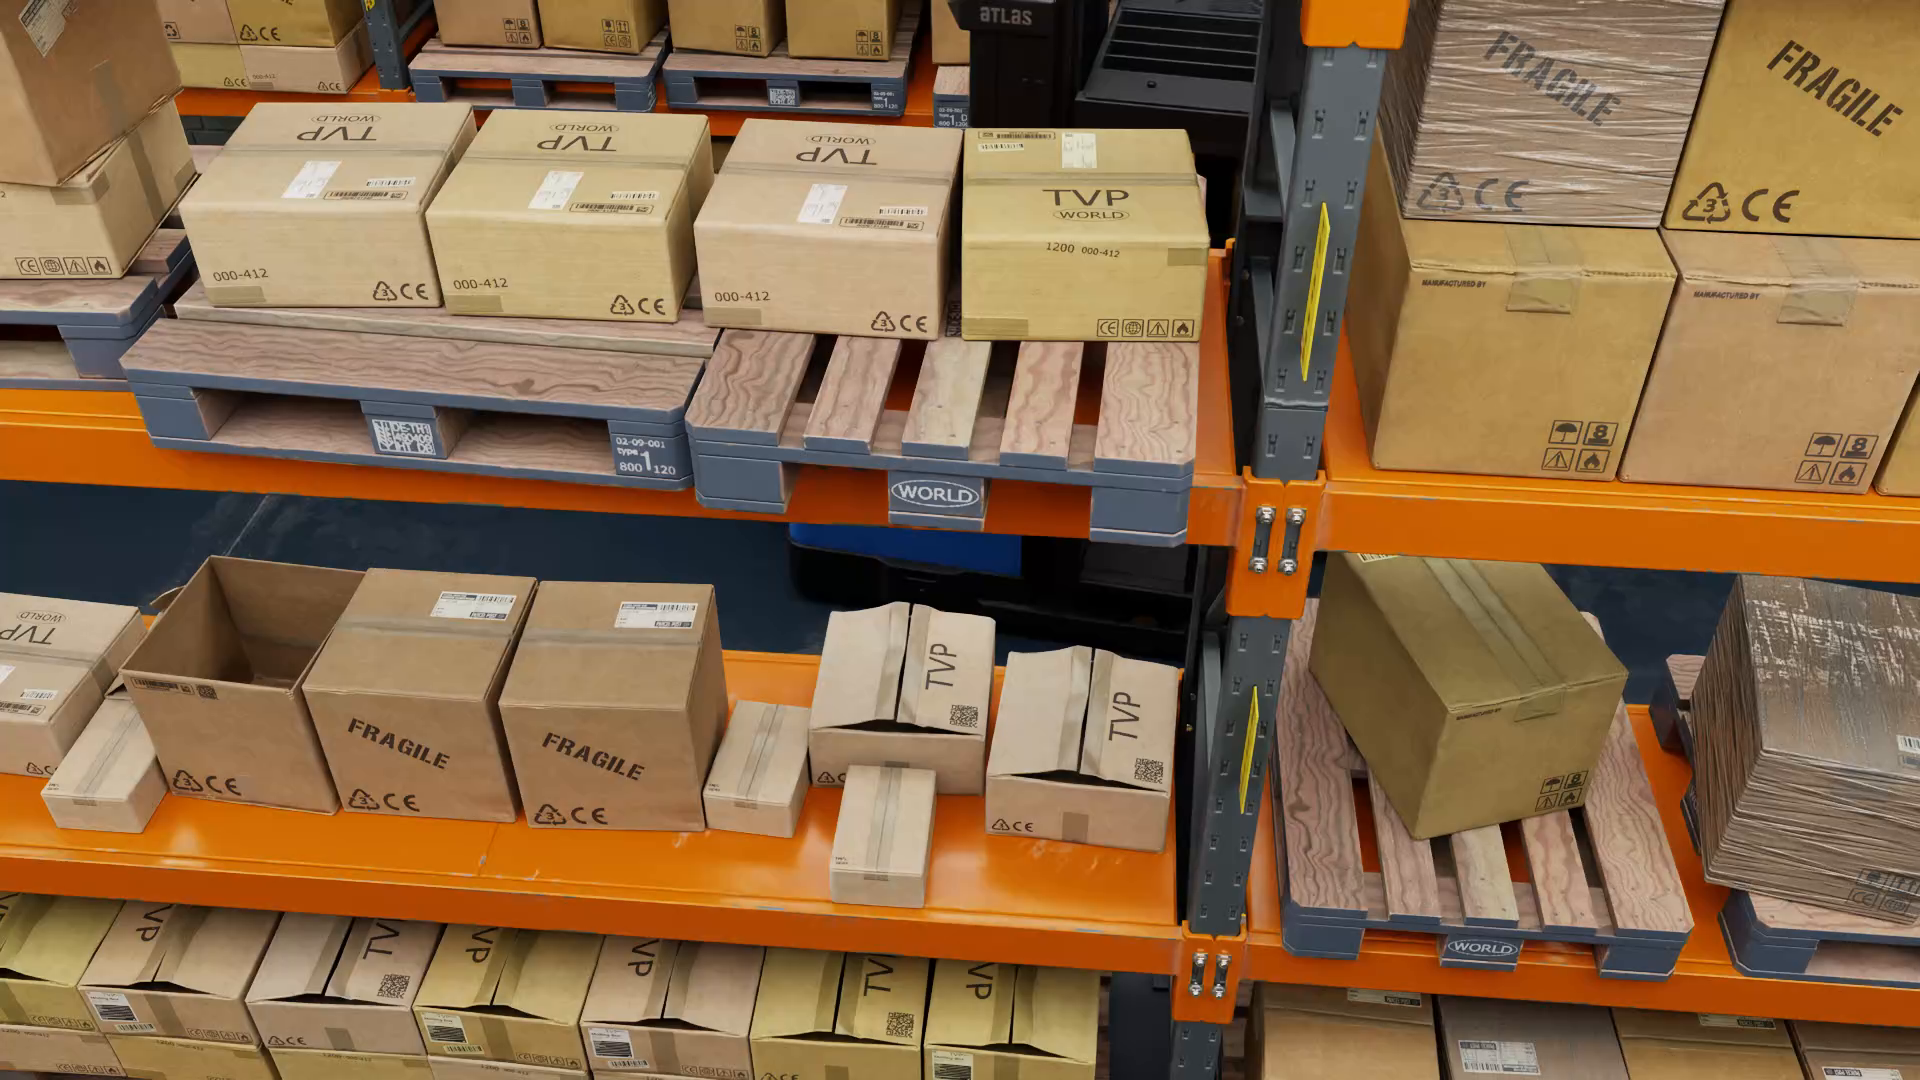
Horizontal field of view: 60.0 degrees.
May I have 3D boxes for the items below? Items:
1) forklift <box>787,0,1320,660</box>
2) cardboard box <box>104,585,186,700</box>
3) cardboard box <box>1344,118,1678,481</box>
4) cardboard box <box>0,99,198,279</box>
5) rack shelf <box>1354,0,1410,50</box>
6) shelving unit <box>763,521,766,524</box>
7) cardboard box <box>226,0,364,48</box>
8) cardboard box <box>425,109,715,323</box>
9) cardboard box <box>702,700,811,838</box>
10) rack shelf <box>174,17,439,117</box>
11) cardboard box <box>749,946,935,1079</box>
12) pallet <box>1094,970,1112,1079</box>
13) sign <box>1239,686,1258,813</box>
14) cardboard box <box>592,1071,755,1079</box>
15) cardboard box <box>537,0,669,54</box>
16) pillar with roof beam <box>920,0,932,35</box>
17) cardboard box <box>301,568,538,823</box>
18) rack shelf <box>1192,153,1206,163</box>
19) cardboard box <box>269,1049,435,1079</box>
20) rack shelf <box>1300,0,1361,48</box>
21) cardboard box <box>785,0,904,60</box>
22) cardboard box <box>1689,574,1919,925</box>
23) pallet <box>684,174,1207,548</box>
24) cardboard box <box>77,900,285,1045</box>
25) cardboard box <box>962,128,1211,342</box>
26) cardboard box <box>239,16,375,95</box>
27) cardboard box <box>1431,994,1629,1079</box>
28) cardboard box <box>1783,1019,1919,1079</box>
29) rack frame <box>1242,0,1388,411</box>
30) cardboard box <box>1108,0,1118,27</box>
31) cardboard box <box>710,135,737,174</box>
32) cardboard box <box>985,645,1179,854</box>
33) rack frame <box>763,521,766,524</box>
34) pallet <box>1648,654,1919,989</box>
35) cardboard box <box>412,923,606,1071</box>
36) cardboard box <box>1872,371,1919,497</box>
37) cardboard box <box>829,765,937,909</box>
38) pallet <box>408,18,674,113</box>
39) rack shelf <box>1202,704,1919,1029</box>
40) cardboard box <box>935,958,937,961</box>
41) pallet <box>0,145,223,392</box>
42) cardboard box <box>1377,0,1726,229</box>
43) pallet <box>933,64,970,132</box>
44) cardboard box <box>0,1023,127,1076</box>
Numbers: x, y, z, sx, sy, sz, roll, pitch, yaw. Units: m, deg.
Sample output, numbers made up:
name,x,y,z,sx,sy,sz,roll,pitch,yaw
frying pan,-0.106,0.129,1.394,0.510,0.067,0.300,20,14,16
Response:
name,x,y,z,sx,sy,sz,roll,pitch,yaw
forklift,0.811,-0.991,6.646,3.031,2.935,1.130,8,40,10
cardboard box,-2.380,0.356,5.043,0.258,0.266,0.396,2,39,3
cardboard box,1.151,-0.610,3.669,0.500,0.500,0.910,3,39,4
cardboard box,-2.111,-0.829,3.802,0.500,0.250,0.500,0,39,-1
rack shelf,2.706,-1.195,2.976,4.000,0.370,1.077,3,39,4
shelving unit,-0.782,-0.529,7.569,0.252,1.050,0.215,8,40,10
cardboard box,-3.346,-2.816,8.343,0.500,0.500,0.500,3,39,4
cardboard box,-0.836,-0.724,3.673,0.500,0.250,0.500,2,39,3
cardboard box,-0.562,0.652,4.771,0.250,0.149,0.380,6,40,7
rack shelf,-4.841,-2.574,9.107,4.000,0.370,1.077,3,39,4
cardboard box,-0.348,1.377,5.083,0.500,0.311,0.500,3,39,3
pallet,-0.103,1.601,5.616,1.213,0.211,1.003,3,39,4
sign,0.669,0.489,3.856,0.005,0.325,0.100,3,39,4
cardboard box,-0.846,1.562,5.300,0.500,0.250,0.500,4,39,5
cardboard box,-1.788,-2.870,8.472,0.500,0.500,0.700,7,40,8
pillar with roof beam,-0.455,-2.761,4.013,0.400,9.000,9.100,3,39,4
cardboard box,-1.484,0.440,4.754,0.500,0.500,0.500,3,39,4
rack shelf,3.130,-2.139,8.571,4.000,0.370,1.077,3,39,4
cardboard box,-1.866,1.508,5.367,0.500,0.250,0.500,2,39,2
rack shelf,-1.279,-1.412,3.244,4.000,0.370,1.077,3,39,4
cardboard box,-0.575,-2.809,8.397,0.500,0.500,0.700,3,39,4
cardboard box,2.245,0.521,4.322,0.500,0.500,0.700,10,40,12
pallet,0.030,-0.482,3.739,1.003,0.211,1.213,5,39,6
cardboard box,-2.383,1.267,5.219,0.500,0.311,0.500,3,39,3
cardboard box,0.256,-0.668,3.605,0.500,0.250,0.500,0,39,1
cardboard box,-3.346,-2.529,8.584,0.500,0.250,0.500,3,39,4
cardboard box,1.664,1.617,5.018,0.500,0.500,0.500,2,39,2
cardboard box,2.684,1.673,4.950,0.500,0.500,0.500,2,39,2
rack frame,0.713,-1.738,2.756,0.127,3.000,1.000,3,39,4
cardboard box,0.668,-2.755,8.331,0.500,0.500,0.700,-1,39,-1
cardboard box,-1.156,-2.159,9.064,0.500,0.250,0.500,2,39,3
cardboard box,0.355,0.576,4.736,0.500,0.311,0.500,5,39,7
rack frame,-0.901,-0.546,7.589,0.008,1.050,0.200,8,40,10
pallet,2.651,0.766,4.584,1.213,0.211,1.003,3,39,4
cardboard box,-1.350,1.319,5.154,0.500,0.311,0.500,4,39,5
cardboard box,2.177,-0.554,3.600,0.500,0.500,0.910,3,39,4
cardboard box,-0.207,0.811,4.576,0.250,0.149,0.380,3,39,4
pallet,-2.099,-2.537,8.643,1.213,0.211,1.003,3,39,4
rack shelf,2.706,0.977,4.743,4.000,0.370,1.077,3,39,4
cardboard box,-0.284,1.253,5.681,0.500,0.250,0.500,2,39,3
pallet,-2.392,-0.678,3.982,1.217,0.209,0.805,2,39,2
cardboard box,1.147,-0.973,3.322,0.500,0.500,0.500,3,39,4
pallet,0.418,-2.424,8.504,1.003,0.211,1.213,3,39,4
cardboard box,-2.891,1.453,5.435,0.500,0.250,0.500,2,39,3
